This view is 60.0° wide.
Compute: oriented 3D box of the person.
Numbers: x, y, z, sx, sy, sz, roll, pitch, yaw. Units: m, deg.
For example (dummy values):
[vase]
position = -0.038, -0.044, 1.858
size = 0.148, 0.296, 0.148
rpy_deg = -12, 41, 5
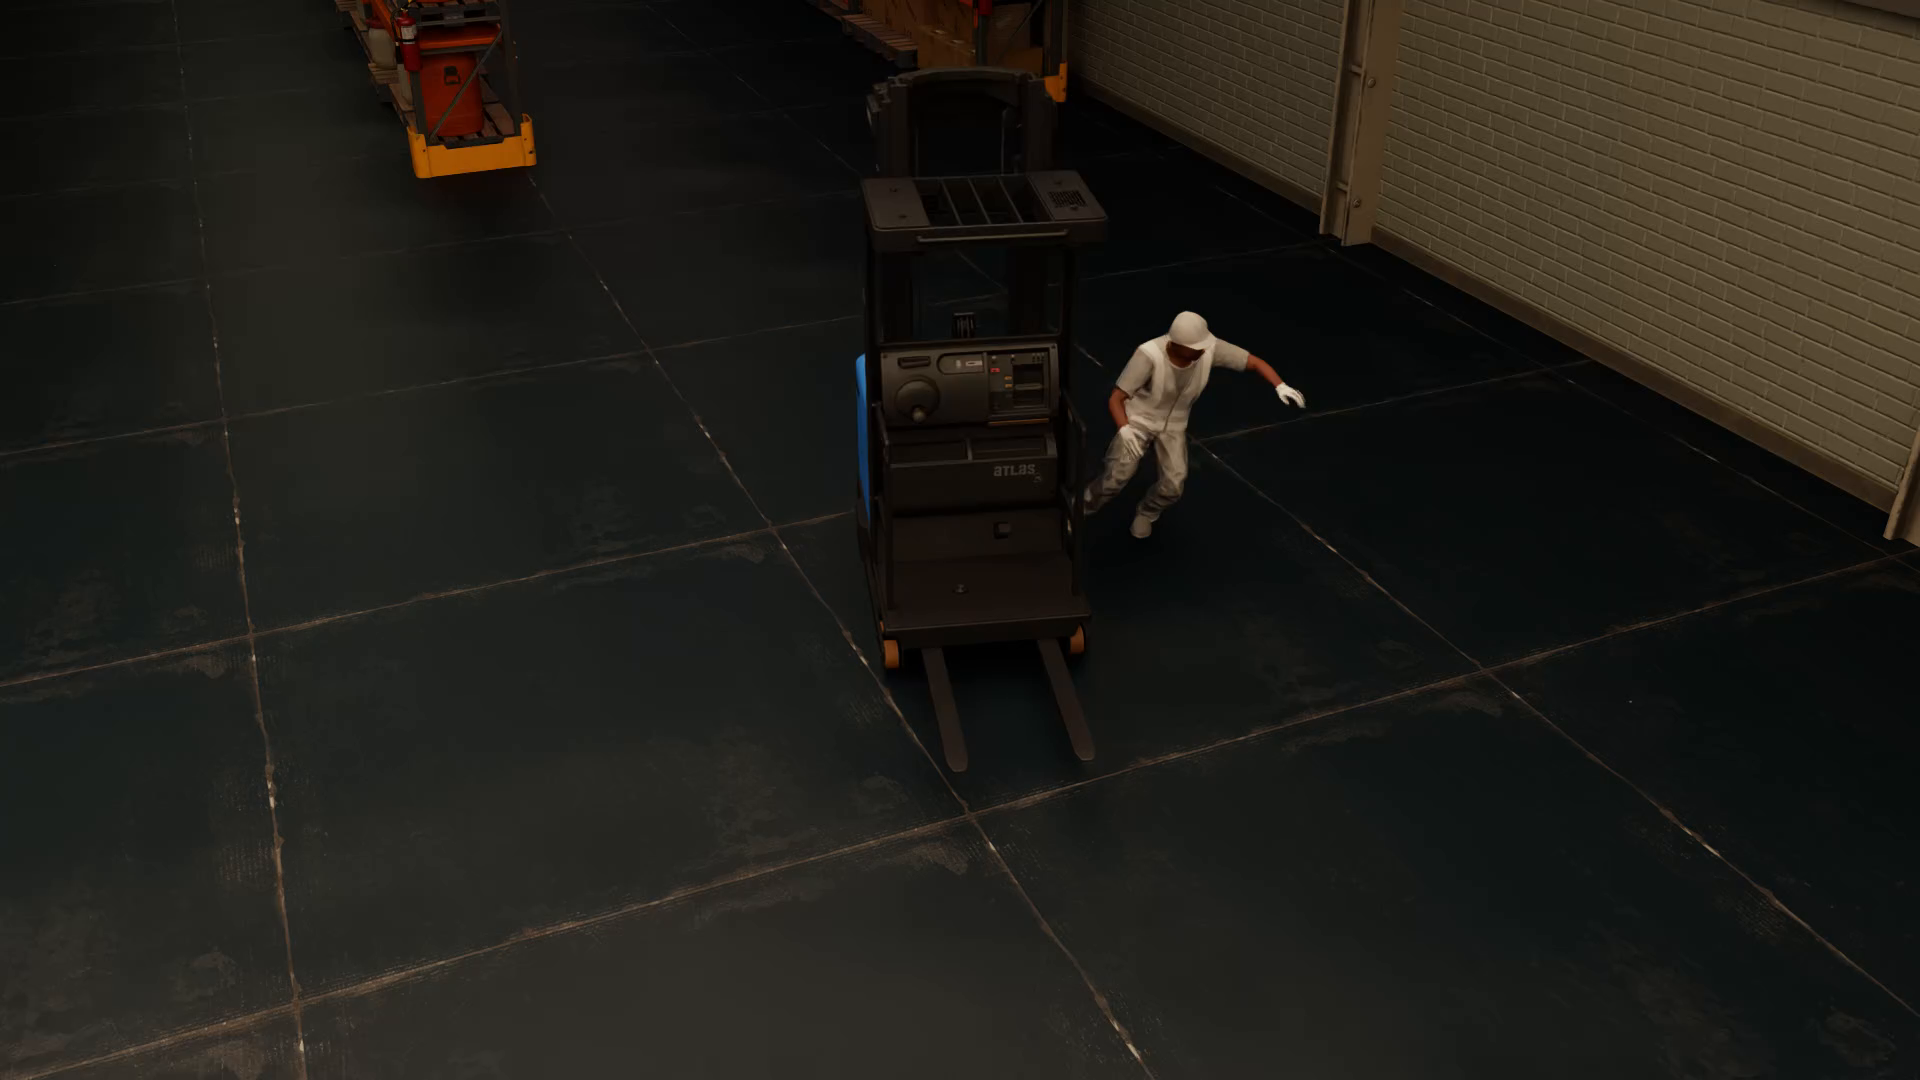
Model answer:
[person]
position = 1.143, -0.617, 9.611
size = 1.463, 1.480, 0.874
rpy_deg = -8, 31, -14

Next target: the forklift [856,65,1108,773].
[forklift]
position = 0.087, -0.768, 8.463
size = 1.130, 2.935, 3.031
rpy_deg = -4, 30, -7
